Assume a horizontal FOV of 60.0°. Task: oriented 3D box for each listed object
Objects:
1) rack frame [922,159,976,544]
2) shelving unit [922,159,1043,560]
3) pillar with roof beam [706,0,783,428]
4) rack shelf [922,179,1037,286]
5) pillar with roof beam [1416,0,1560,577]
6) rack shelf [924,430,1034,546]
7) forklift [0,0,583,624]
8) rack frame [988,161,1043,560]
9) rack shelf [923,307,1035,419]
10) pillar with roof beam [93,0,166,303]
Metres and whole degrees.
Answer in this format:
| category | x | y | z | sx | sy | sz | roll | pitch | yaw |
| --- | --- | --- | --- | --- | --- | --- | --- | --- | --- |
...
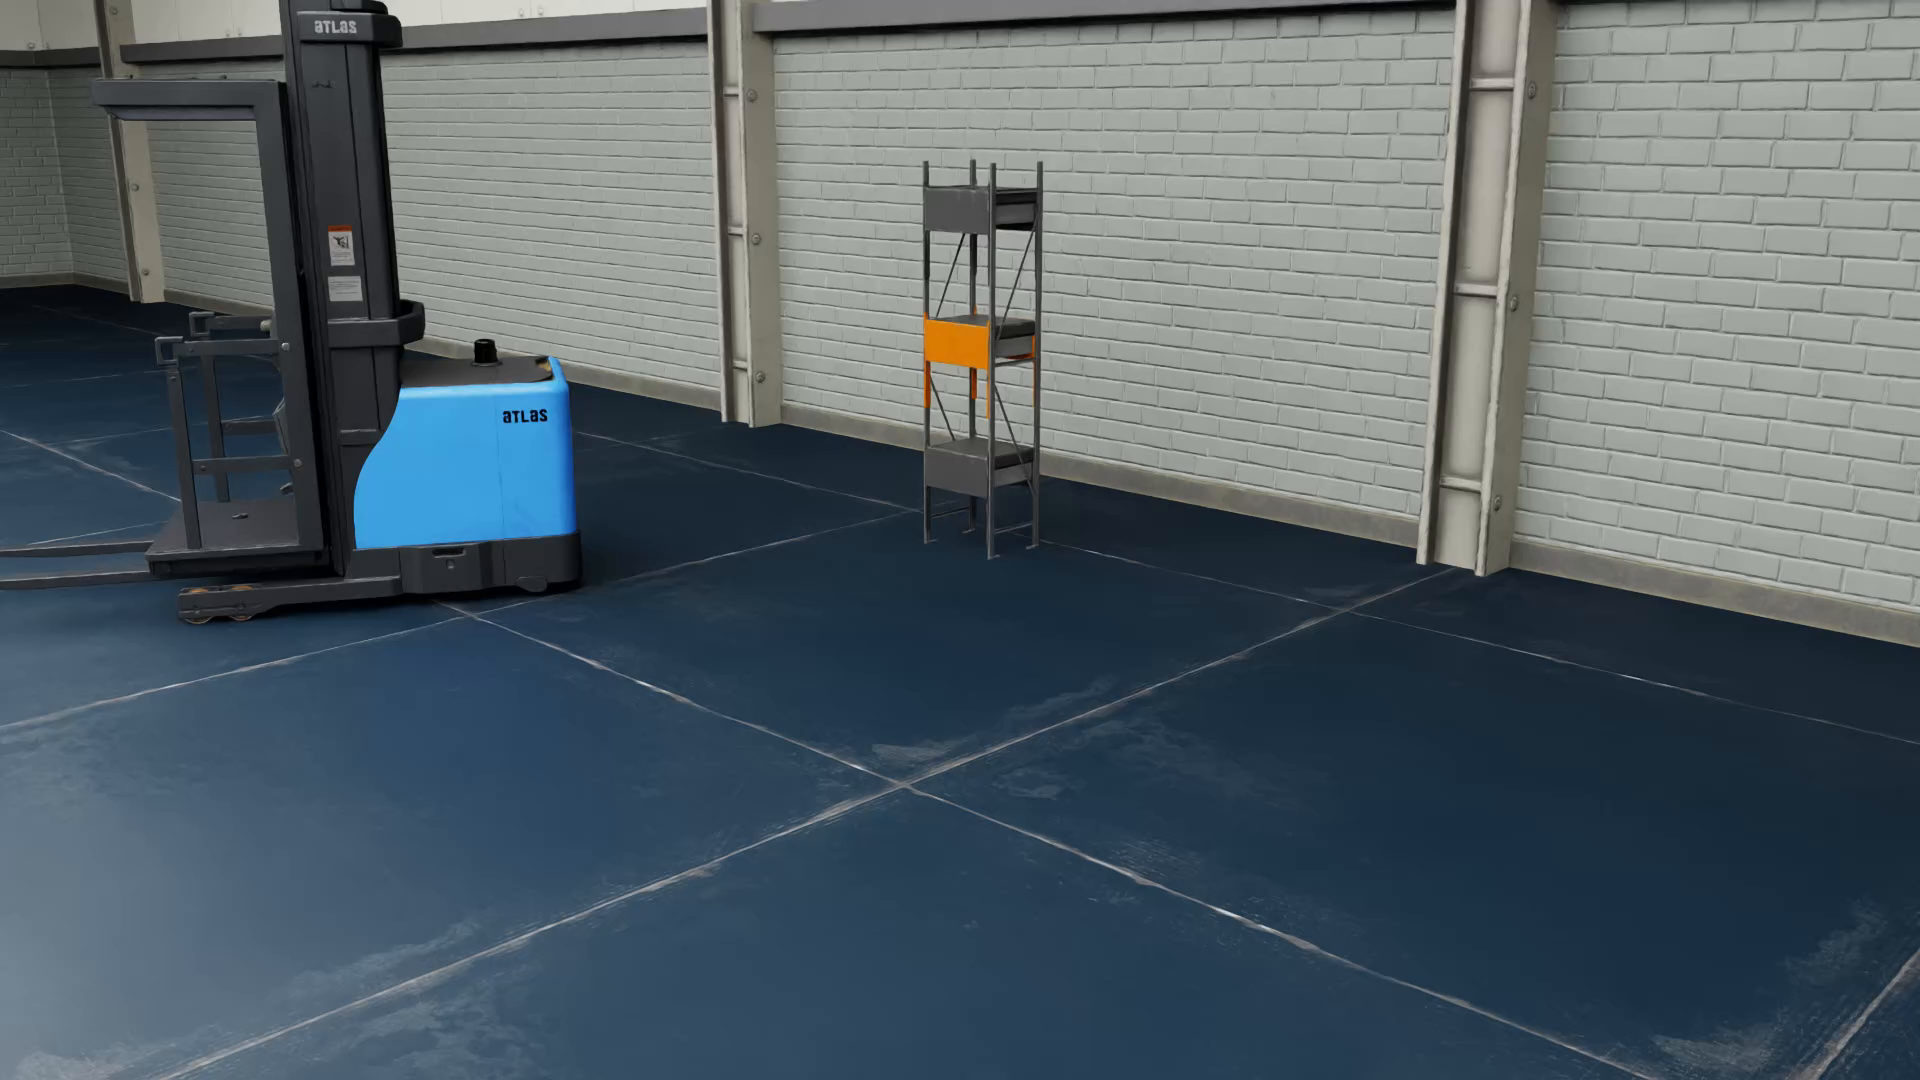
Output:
| category | x | y | z | sx | sy | sz | roll | pitch | yaw |
| --- | --- | --- | --- | --- | --- | --- | --- | --- | --- |
| rack frame | -0.056 | -1.030 | 9.220 | 0.015 | 2.100 | 0.400 | 14 | 20 | 42 |
| shelving unit | 0.119 | -0.987 | 9.056 | 0.503 | 2.100 | 0.431 | 14 | 20 | 42 |
| pillar with roof beam | -4.604 | -4.493 | 8.830 | 0.400 | 9.000 | 9.100 | 14 | 20 | 42 |
| rack shelf | 0.119 | -1.651 | 8.883 | 0.480 | 0.518 | 0.431 | 14 | 20 | 42 |
| pillar with roof beam | -0.285 | -3.443 | 4.800 | 0.400 | 9.000 | 9.100 | 14 | 20 | 42 |
| rack shelf | 0.119 | -0.297 | 9.236 | 0.480 | 0.518 | 0.431 | 14 | 20 | 42 |
| forklift | -3.491 | -1.167 | 8.100 | 3.031 | 2.935 | 1.130 | -4 | 15 | -15 |
| rack frame | 0.295 | -0.944 | 8.892 | 0.015 | 2.100 | 0.400 | 14 | 20 | 42 |
| rack shelf | 0.119 | -0.974 | 9.060 | 0.480 | 0.518 | 0.431 | 14 | 20 | 42 |
| pillar with roof beam | -13.242 | -6.594 | 16.890 | 0.400 | 9.000 | 9.100 | 14 | 20 | 42 |
